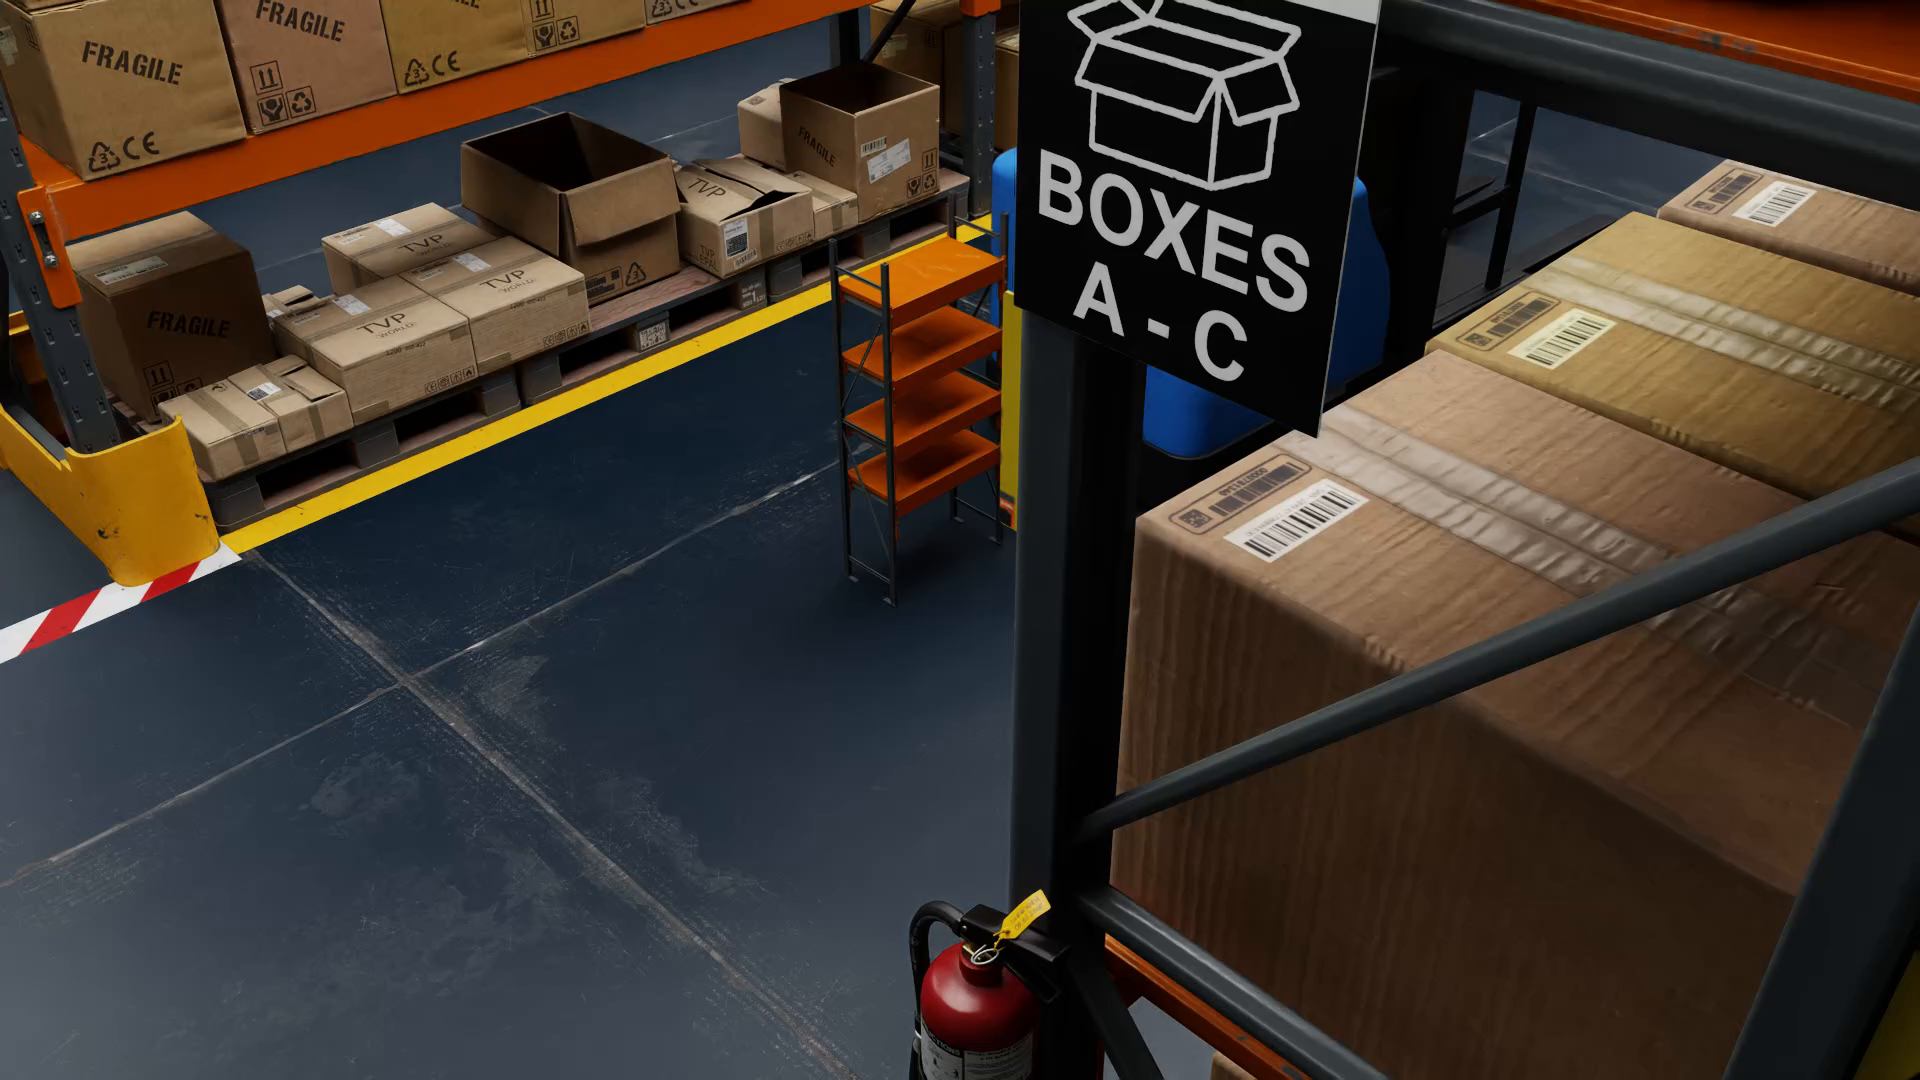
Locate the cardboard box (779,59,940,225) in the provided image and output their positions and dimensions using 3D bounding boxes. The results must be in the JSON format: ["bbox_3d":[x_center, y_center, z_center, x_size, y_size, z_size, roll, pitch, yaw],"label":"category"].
[{"bbox_3d":[-0.437,-1.769,7.358,0.500,0.500,0.500,30,45,35],"label":"cardboard box"}]

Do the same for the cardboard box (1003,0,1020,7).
[{"bbox_3d":[0.261,-2.628,8.589,0.500,0.500,0.500,-30,45,-35],"label":"cardboard box"}]

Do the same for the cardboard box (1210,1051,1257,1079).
[{"bbox_3d":[0.885,1.188,3.136,0.700,0.500,0.500,30,45,35],"label":"cardboard box"}]

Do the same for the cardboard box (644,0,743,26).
[{"bbox_3d":[-1.130,-2.275,6.195,0.500,0.500,0.500,-29,44,-35],"label":"cardboard box"}]

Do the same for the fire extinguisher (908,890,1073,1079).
[{"bbox_3d":[0.029,0.719,2.383,0.296,0.674,0.183,30,45,35],"label":"fire extinguisher"}]

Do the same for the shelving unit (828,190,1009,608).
[{"bbox_3d":[-0.117,-0.425,5.204,0.258,1.200,0.503,30,45,35],"label":"shelving unit"}]

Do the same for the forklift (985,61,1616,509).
[{"bbox_3d":[1.525,-1.990,5.934,3.031,2.935,1.130,-27,43,-33],"label":"forklift"}]

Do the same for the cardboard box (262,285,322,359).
[{"bbox_3d":[-2.498,-0.802,6.263,0.380,0.166,0.250,30,45,35],"label":"cardboard box"}]

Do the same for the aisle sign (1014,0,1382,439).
[{"bbox_3d":[0.199,-0.499,1.463,0.394,0.787,0.004,30,45,35],"label":"aisle sign"}]

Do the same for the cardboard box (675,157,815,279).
[{"bbox_3d":[-0.966,-1.387,6.976,0.500,0.311,0.500,30,45,35],"label":"cardboard box"}]

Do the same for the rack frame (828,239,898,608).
[{"bbox_3d":[-0.289,-0.326,5.062,0.240,1.200,0.015,30,45,35],"label":"rack frame"}]

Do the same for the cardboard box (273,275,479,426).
[{"bbox_3d":[-2.119,-0.698,6.040,0.500,0.250,0.500,30,45,35],"label":"cardboard box"}]

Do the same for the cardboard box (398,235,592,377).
[{"bbox_3d":[-1.766,-0.901,6.332,0.500,0.250,0.500,30,45,35],"label":"cardboard box"}]

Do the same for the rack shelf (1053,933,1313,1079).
[{"bbox_3d":[1.872,0.143,3.446,1.077,0.370,4.000,30,45,35],"label":"rack shelf"}]

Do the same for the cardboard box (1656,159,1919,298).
[{"bbox_3d":[1.863,-0.280,3.161,0.980,0.700,0.700,27,43,33],"label":"cardboard box"}]

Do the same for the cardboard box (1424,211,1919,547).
[{"bbox_3d":[1.320,0.025,2.722,0.980,0.700,0.700,29,44,35],"label":"cardboard box"}]

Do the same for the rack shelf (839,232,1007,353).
[{"bbox_3d":[-0.117,-0.747,4.979,0.258,0.148,0.480,30,45,35],"label":"rack shelf"}]

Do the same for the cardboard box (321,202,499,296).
[{"bbox_3d":[-2.156,-1.082,6.591,0.500,0.250,0.500,30,45,35],"label":"cardboard box"}]

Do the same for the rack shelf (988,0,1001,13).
[{"bbox_3d":[1.172,-3.476,8.634,1.077,0.370,4.000,30,45,35],"label":"rack shelf"}]

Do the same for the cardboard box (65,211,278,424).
[{"bbox_3d":[-2.847,-0.811,5.984,0.500,0.500,0.500,30,45,35],"label":"cardboard box"}]

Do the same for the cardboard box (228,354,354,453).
[{"bbox_3d":[-2.340,-0.487,5.811,0.380,0.166,0.250,30,45,35],"label":"cardboard box"}]

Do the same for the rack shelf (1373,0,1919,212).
[{"bbox_3d":[1.872,-1.088,2.587,1.077,0.370,4.000,30,45,35],"label":"rack shelf"}]

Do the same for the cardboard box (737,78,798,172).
[{"bbox_3d":[-0.686,-1.954,7.788,0.500,0.311,0.500,30,45,35],"label":"cardboard box"}]

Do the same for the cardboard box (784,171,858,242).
[{"bbox_3d":[-0.659,-1.449,7.206,0.380,0.149,0.250,30,45,35],"label":"cardboard box"}]

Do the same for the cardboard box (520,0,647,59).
[{"bbox_3d":[-1.487,-2.067,5.897,0.500,0.500,0.500,-29,44,-35],"label":"cardboard box"}]

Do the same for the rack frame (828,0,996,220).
[{"bbox_3d":[-0.237,-2.959,7.264,1.000,3.000,0.127,30,45,35],"label":"rack frame"}]

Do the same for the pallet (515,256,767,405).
[{"bbox_3d":[-1.581,-1.040,6.949,1.003,0.211,1.213,30,45,35],"label":"pallet"}]

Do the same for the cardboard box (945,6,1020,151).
[{"bbox_3d":[0.277,-2.213,7.994,0.500,0.500,0.500,27,43,33],"label":"cardboard box"}]

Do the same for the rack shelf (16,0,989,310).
[{"bbox_3d":[-1.646,-1.852,6.306,1.077,0.370,4.000,30,45,35],"label":"rack shelf"}]

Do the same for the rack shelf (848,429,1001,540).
[{"bbox_3d":[-0.117,-0.207,5.356,0.258,0.148,0.480,30,45,35],"label":"rack shelf"}]

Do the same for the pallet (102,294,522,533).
[{"bbox_3d":[-2.441,-0.547,6.243,1.003,0.211,1.213,30,45,35],"label":"pallet"}]

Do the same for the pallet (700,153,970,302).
[{"bbox_3d":[-0.722,-1.537,7.663,1.003,0.211,1.213,30,45,35],"label":"pallet"}]

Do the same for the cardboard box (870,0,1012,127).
[{"bbox_3d":[-0.093,-2.430,8.307,0.500,0.500,0.500,29,44,35],"label":"cardboard box"}]

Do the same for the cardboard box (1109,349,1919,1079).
[{"bbox_3d":[0.815,0.325,2.292,0.700,0.700,0.980,-28,43,-34],"label":"cardboard box"}]

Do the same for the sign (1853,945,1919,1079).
[{"bbox_3d":[0.852,0.498,1.481,0.100,0.325,0.005,30,45,35],"label":"sign"}]

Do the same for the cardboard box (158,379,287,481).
[{"bbox_3d":[-2.516,-0.378,5.671,0.380,0.149,0.250,30,45,35],"label":"cardboard box"}]

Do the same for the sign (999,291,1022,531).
[{"bbox_3d":[0.087,-0.137,1.998,0.100,0.325,0.005,30,45,35],"label":"sign"}]

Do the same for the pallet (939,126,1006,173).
[{"bbox_3d":[0.309,-2.161,8.557,1.003,0.211,1.213,30,45,35],"label":"pallet"}]

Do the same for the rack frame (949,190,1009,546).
[{"bbox_3d":[0.055,-0.524,5.346,0.240,1.200,0.015,30,45,35],"label":"rack frame"}]

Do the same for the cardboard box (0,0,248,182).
[{"bbox_3d":[-2.556,-1.451,5.013,0.500,0.500,0.500,-29,44,-35],"label":"cardboard box"}]

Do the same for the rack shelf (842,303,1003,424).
[{"bbox_3d":[-0.117,-0.553,5.114,0.258,0.148,0.480,30,45,35],"label":"rack shelf"}]

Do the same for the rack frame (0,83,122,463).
[{"bbox_3d":[-3.055,-1.336,4.936,1.000,3.000,0.127,30,45,35],"label":"rack frame"}]

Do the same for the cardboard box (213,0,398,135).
[{"bbox_3d":[-2.196,-1.662,5.317,0.500,0.500,0.500,29,44,35],"label":"cardboard box"}]

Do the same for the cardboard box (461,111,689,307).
[{"bbox_3d":[-1.557,-1.351,6.756,0.797,0.503,0.637,30,45,35],"label":"cardboard box"}]

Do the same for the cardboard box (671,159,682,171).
[{"bbox_3d":[-1.289,-1.539,7.321,0.380,0.166,0.250,30,45,35],"label":"cardboard box"}]

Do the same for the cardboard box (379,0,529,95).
[{"bbox_3d":[-1.840,-1.865,5.607,0.500,0.500,0.500,29,44,35],"label":"cardboard box"}]

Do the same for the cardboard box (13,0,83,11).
[{"bbox_3d":[-2.556,-1.861,4.727,0.500,0.500,0.500,-28,44,-34],"label":"cardboard box"}]

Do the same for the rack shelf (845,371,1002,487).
[{"bbox_3d":[-0.117,-0.370,5.242,0.258,0.148,0.480,30,45,35],"label":"rack shelf"}]

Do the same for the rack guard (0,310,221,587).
[{"bbox_3d":[-3.002,-0.341,5.695,1.175,0.500,0.348,30,45,35],"label":"rack guard"}]

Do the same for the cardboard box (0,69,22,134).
[{"bbox_3d":[-2.933,-1.668,5.326,0.500,0.500,0.500,-28,44,-34],"label":"cardboard box"}]
